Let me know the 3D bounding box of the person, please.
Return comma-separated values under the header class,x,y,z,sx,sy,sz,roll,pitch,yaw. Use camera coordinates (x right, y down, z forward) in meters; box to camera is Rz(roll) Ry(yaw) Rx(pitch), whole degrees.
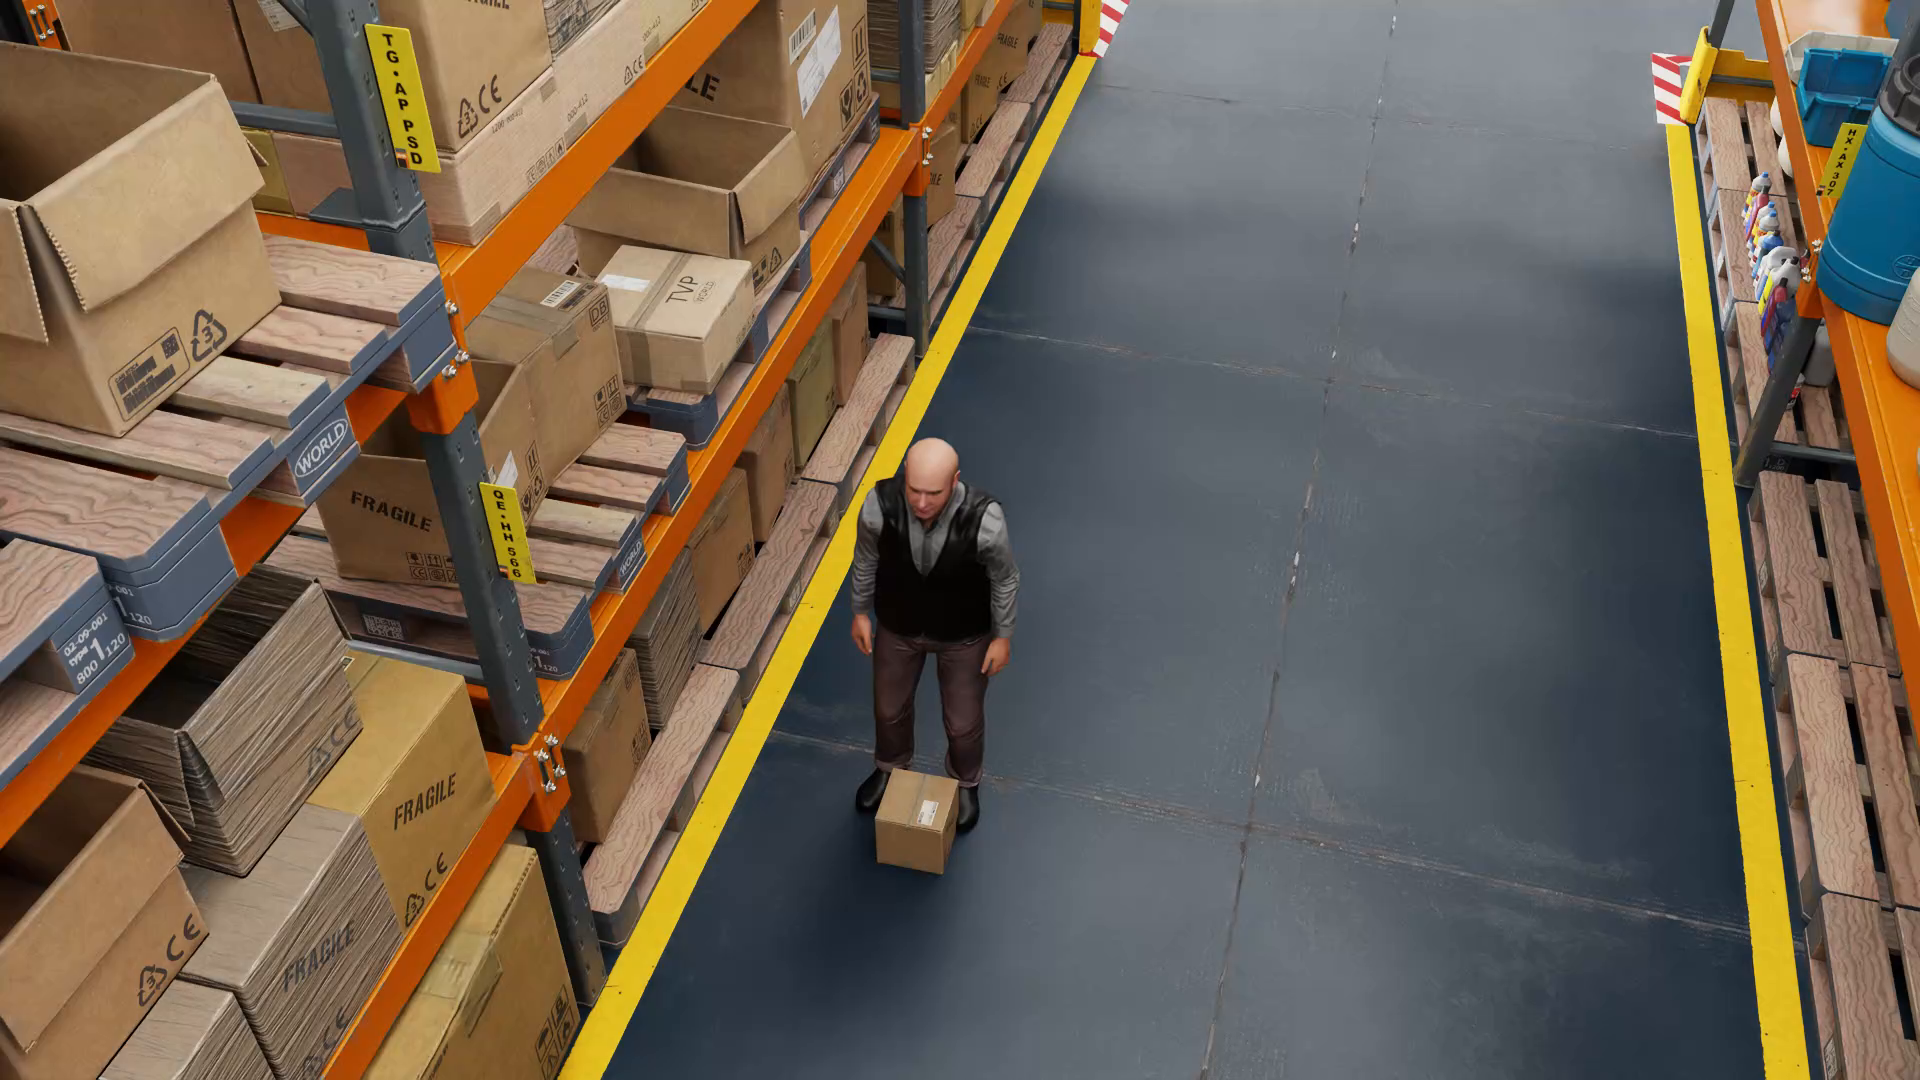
class,x,y,z,sx,sy,sz,roll,pitch,yaw
person,-0.089,0.298,5.831,0.586,1.721,0.412,9,42,11
